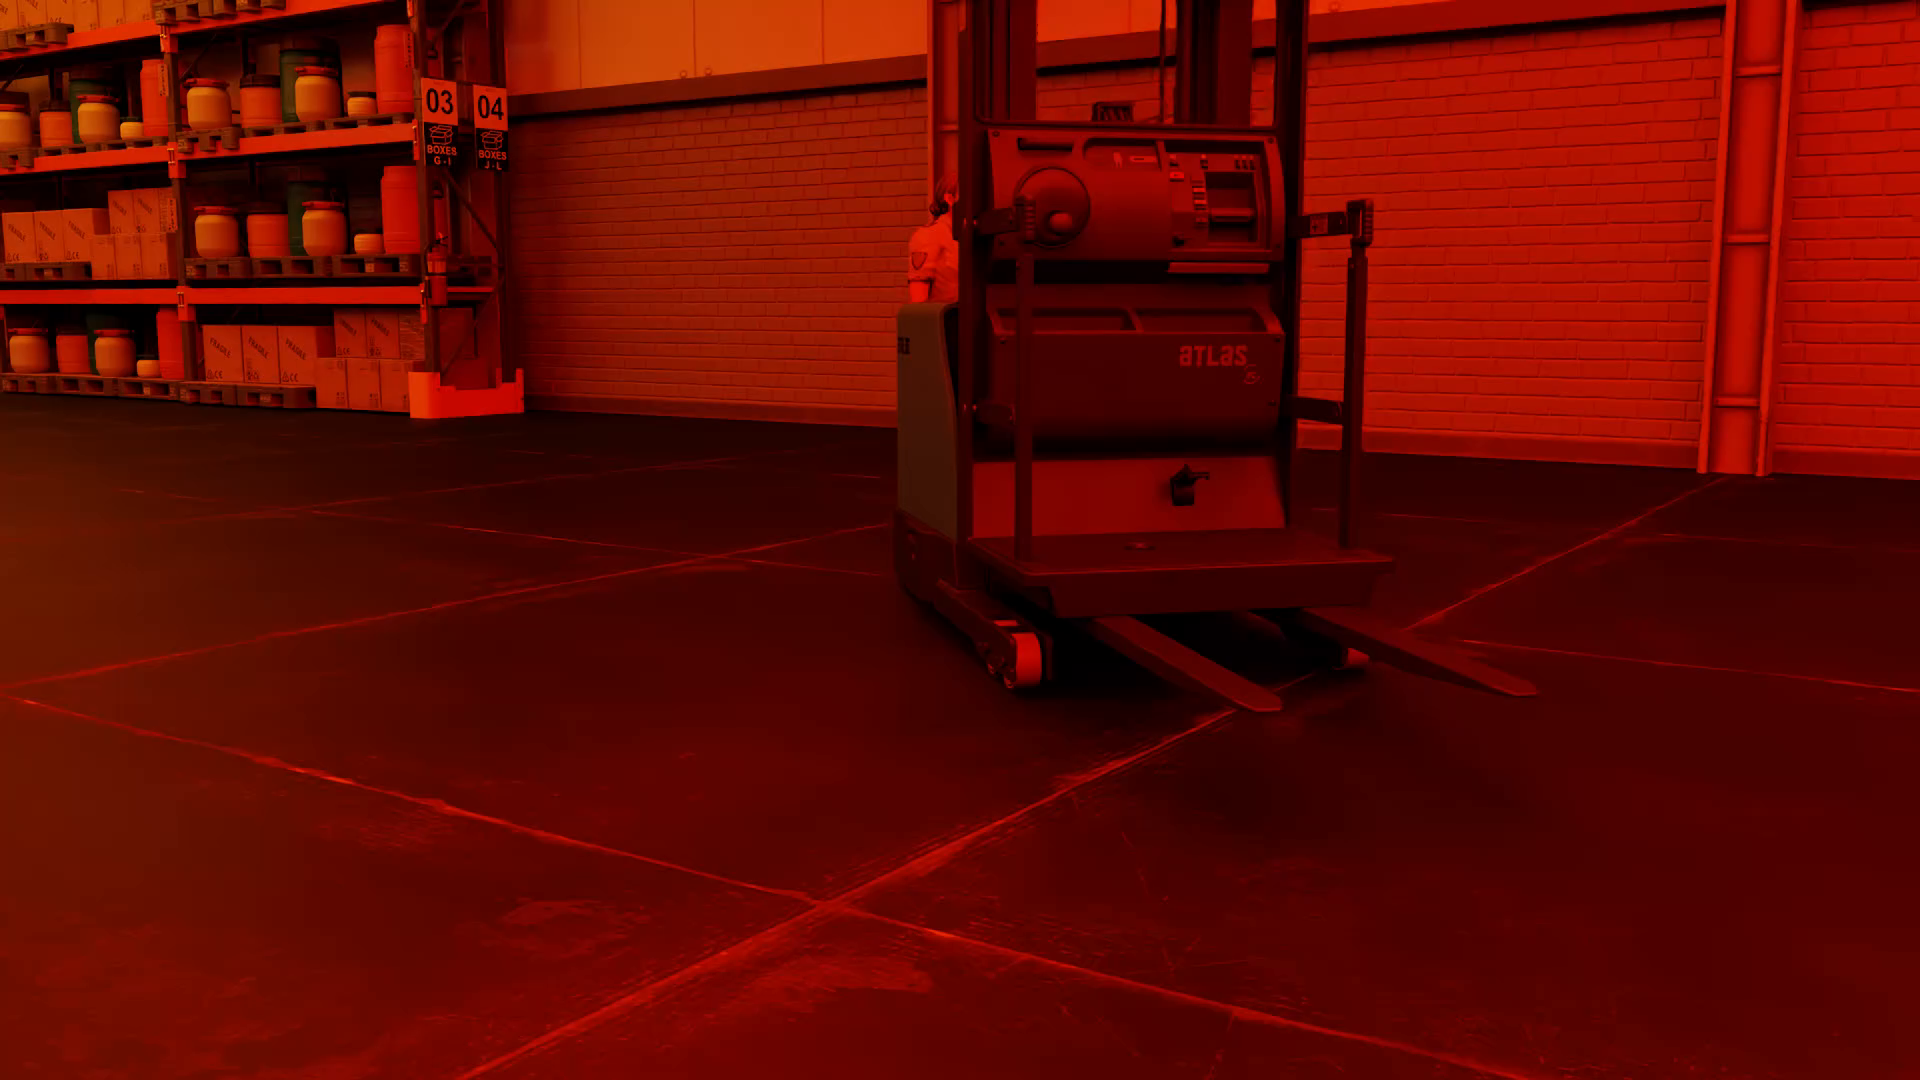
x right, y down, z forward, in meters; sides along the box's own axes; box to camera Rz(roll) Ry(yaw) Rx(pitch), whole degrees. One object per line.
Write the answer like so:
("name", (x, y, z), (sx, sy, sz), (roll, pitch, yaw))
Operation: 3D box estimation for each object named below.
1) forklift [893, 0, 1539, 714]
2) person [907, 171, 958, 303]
("forklift", (0.593, -1.089, 4.852), (1.130, 2.935, 3.031), (-2, 8, -13))
("person", (0.062, -0.813, 7.418), (0.502, 1.651, 0.598), (5, 10, 34))
